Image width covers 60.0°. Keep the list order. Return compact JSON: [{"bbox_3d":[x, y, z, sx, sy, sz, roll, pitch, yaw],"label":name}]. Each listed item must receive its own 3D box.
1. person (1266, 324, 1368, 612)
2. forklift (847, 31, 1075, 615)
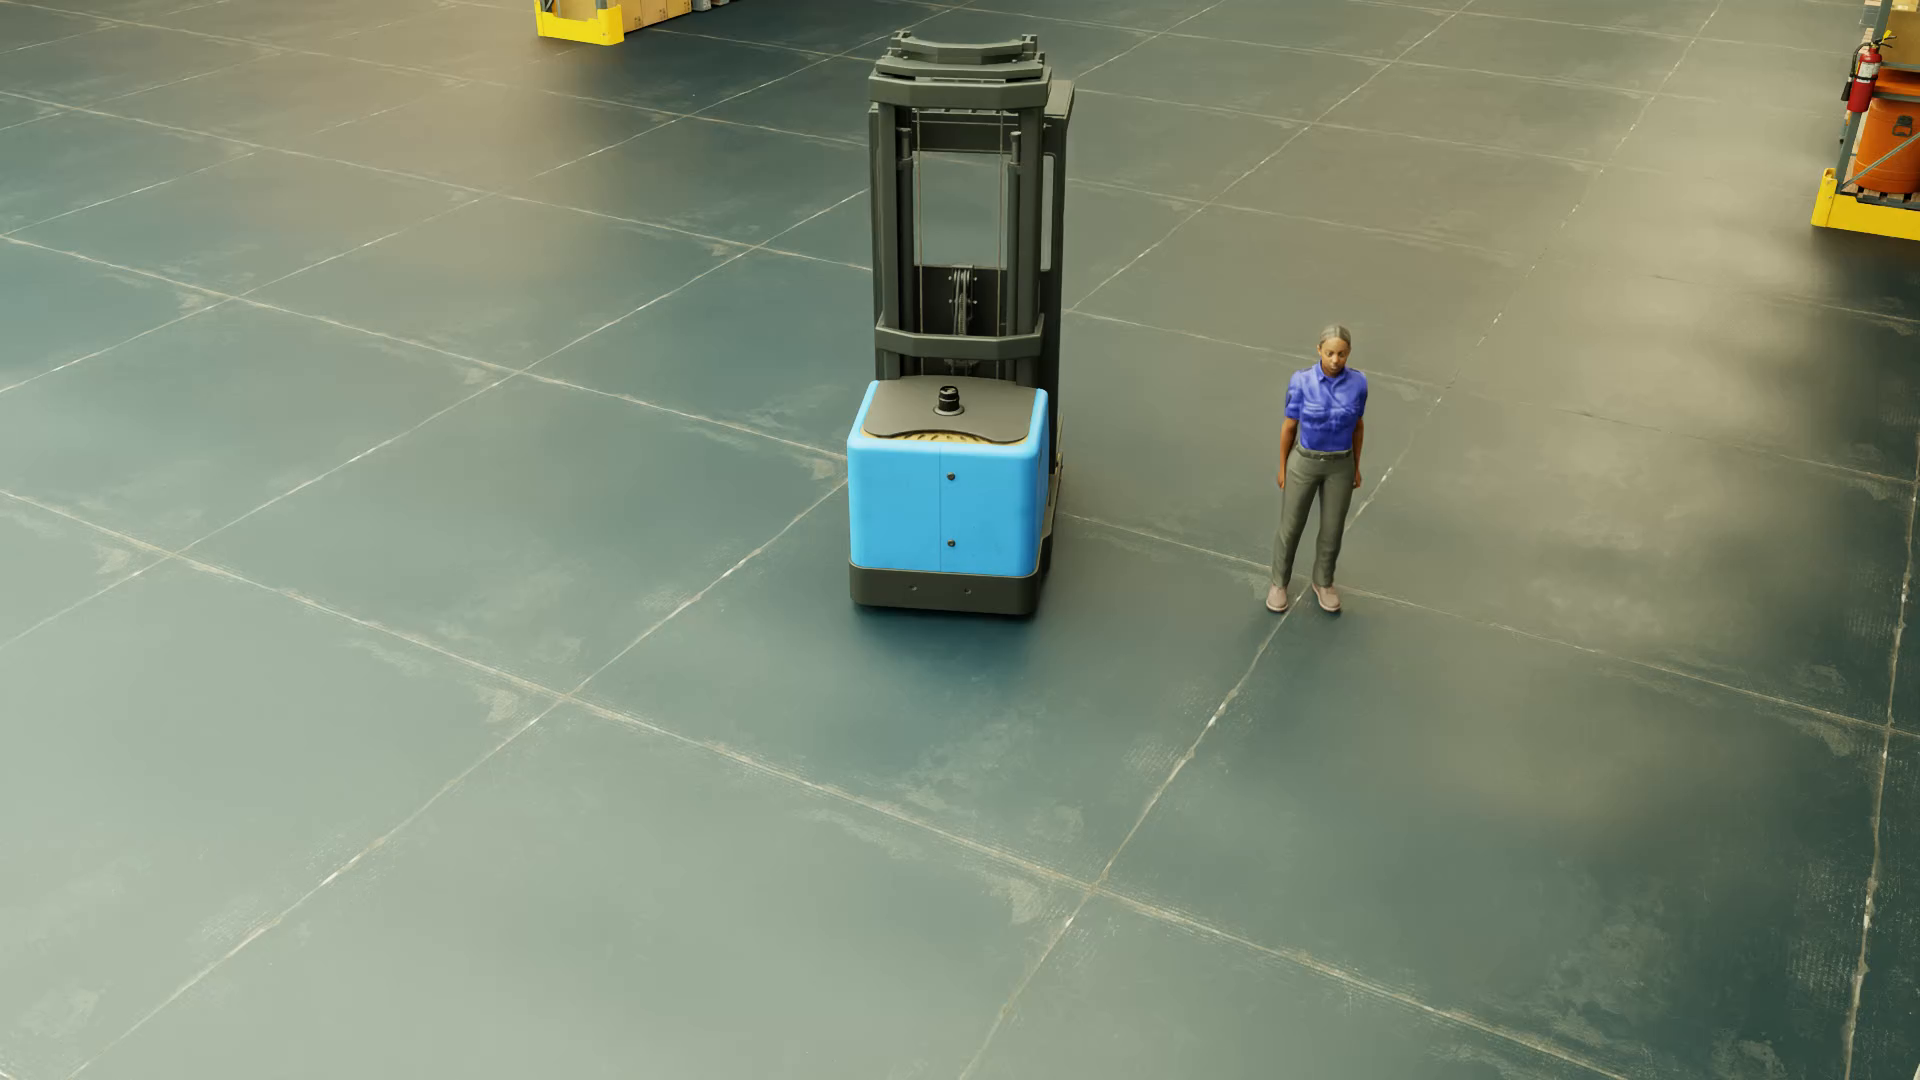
[{"bbox_3d":[1.955,-0.385,9.014,0.465,1.661,0.315,-1,30,-1],"label":"person"},{"bbox_3d":[0.072,-1.572,9.794,1.130,2.935,3.031,3,30,6],"label":"forklift"}]
